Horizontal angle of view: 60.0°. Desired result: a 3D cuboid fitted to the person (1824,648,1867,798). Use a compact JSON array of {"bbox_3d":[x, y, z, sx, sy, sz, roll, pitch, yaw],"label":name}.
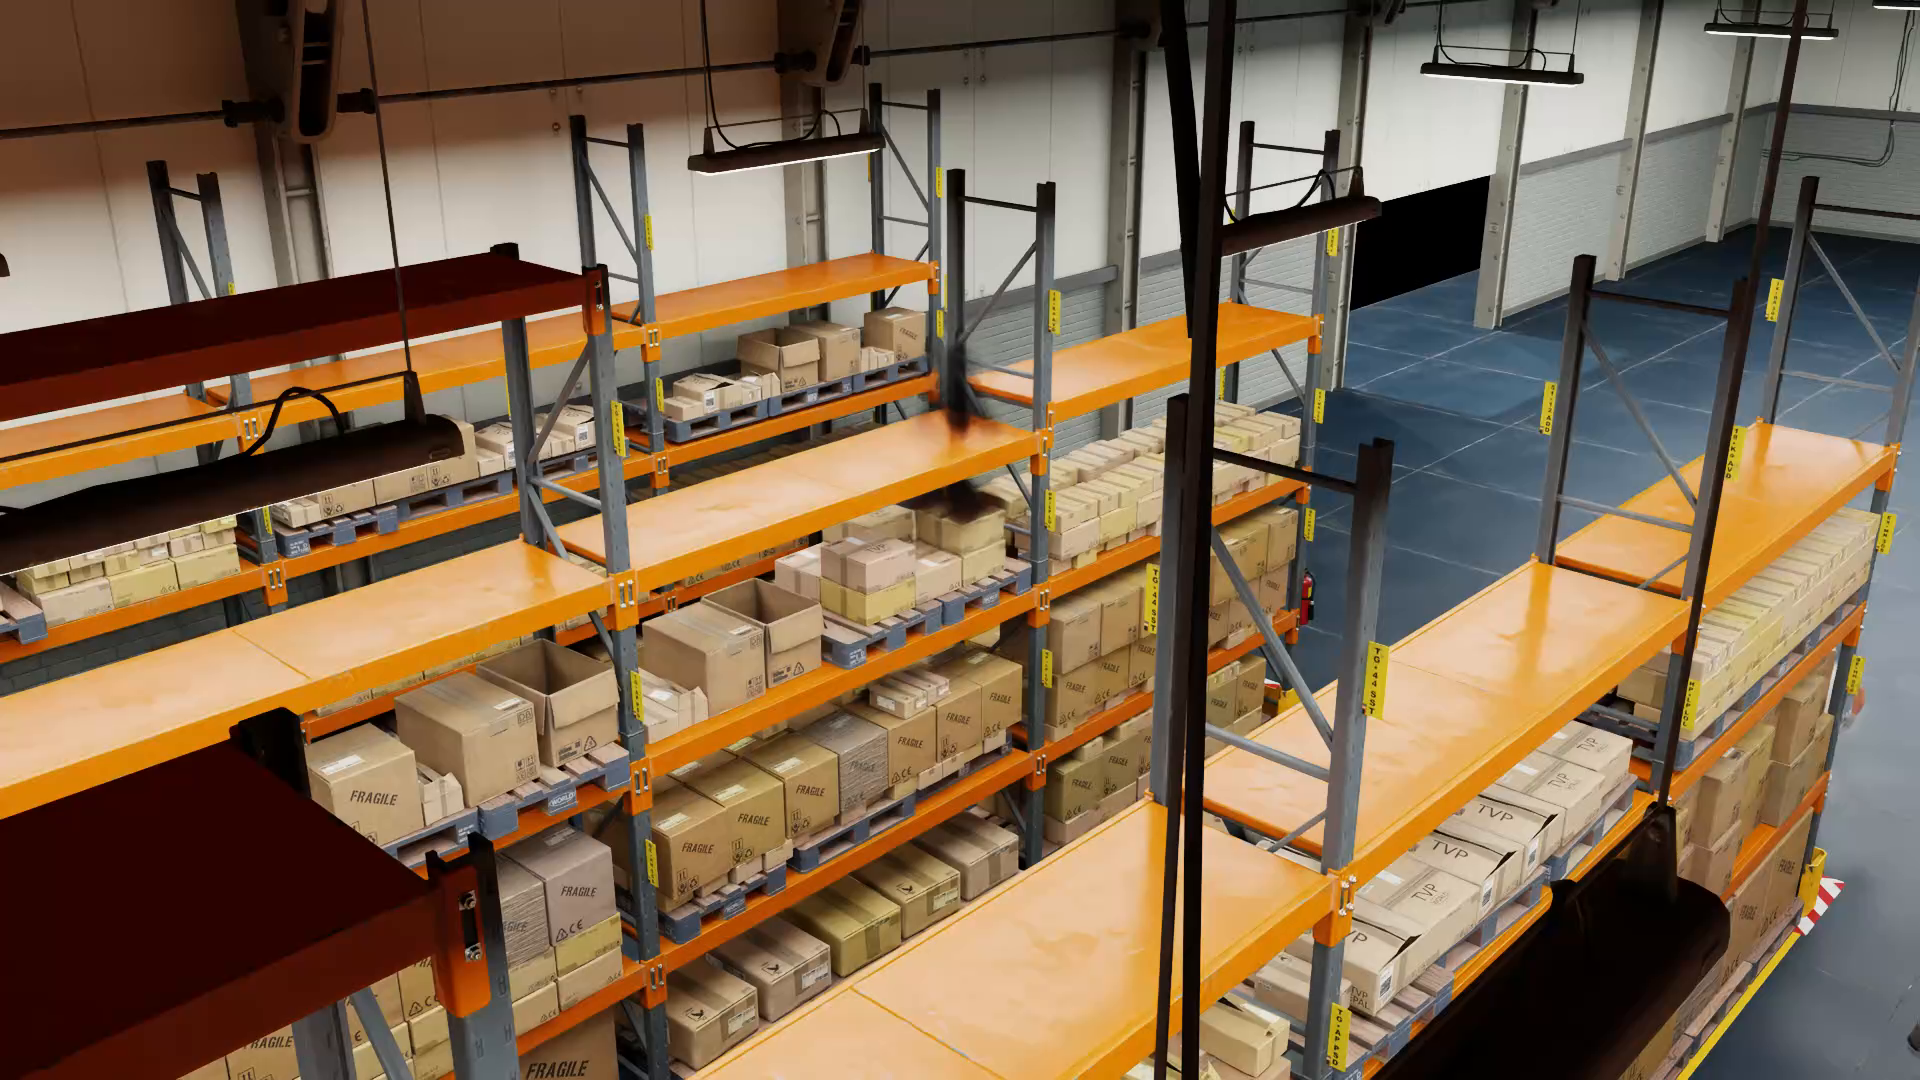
[{"bbox_3d":[7.831,1.665,15.323,0.661,1.732,0.609,-3,21,-8],"label":"person"}]
